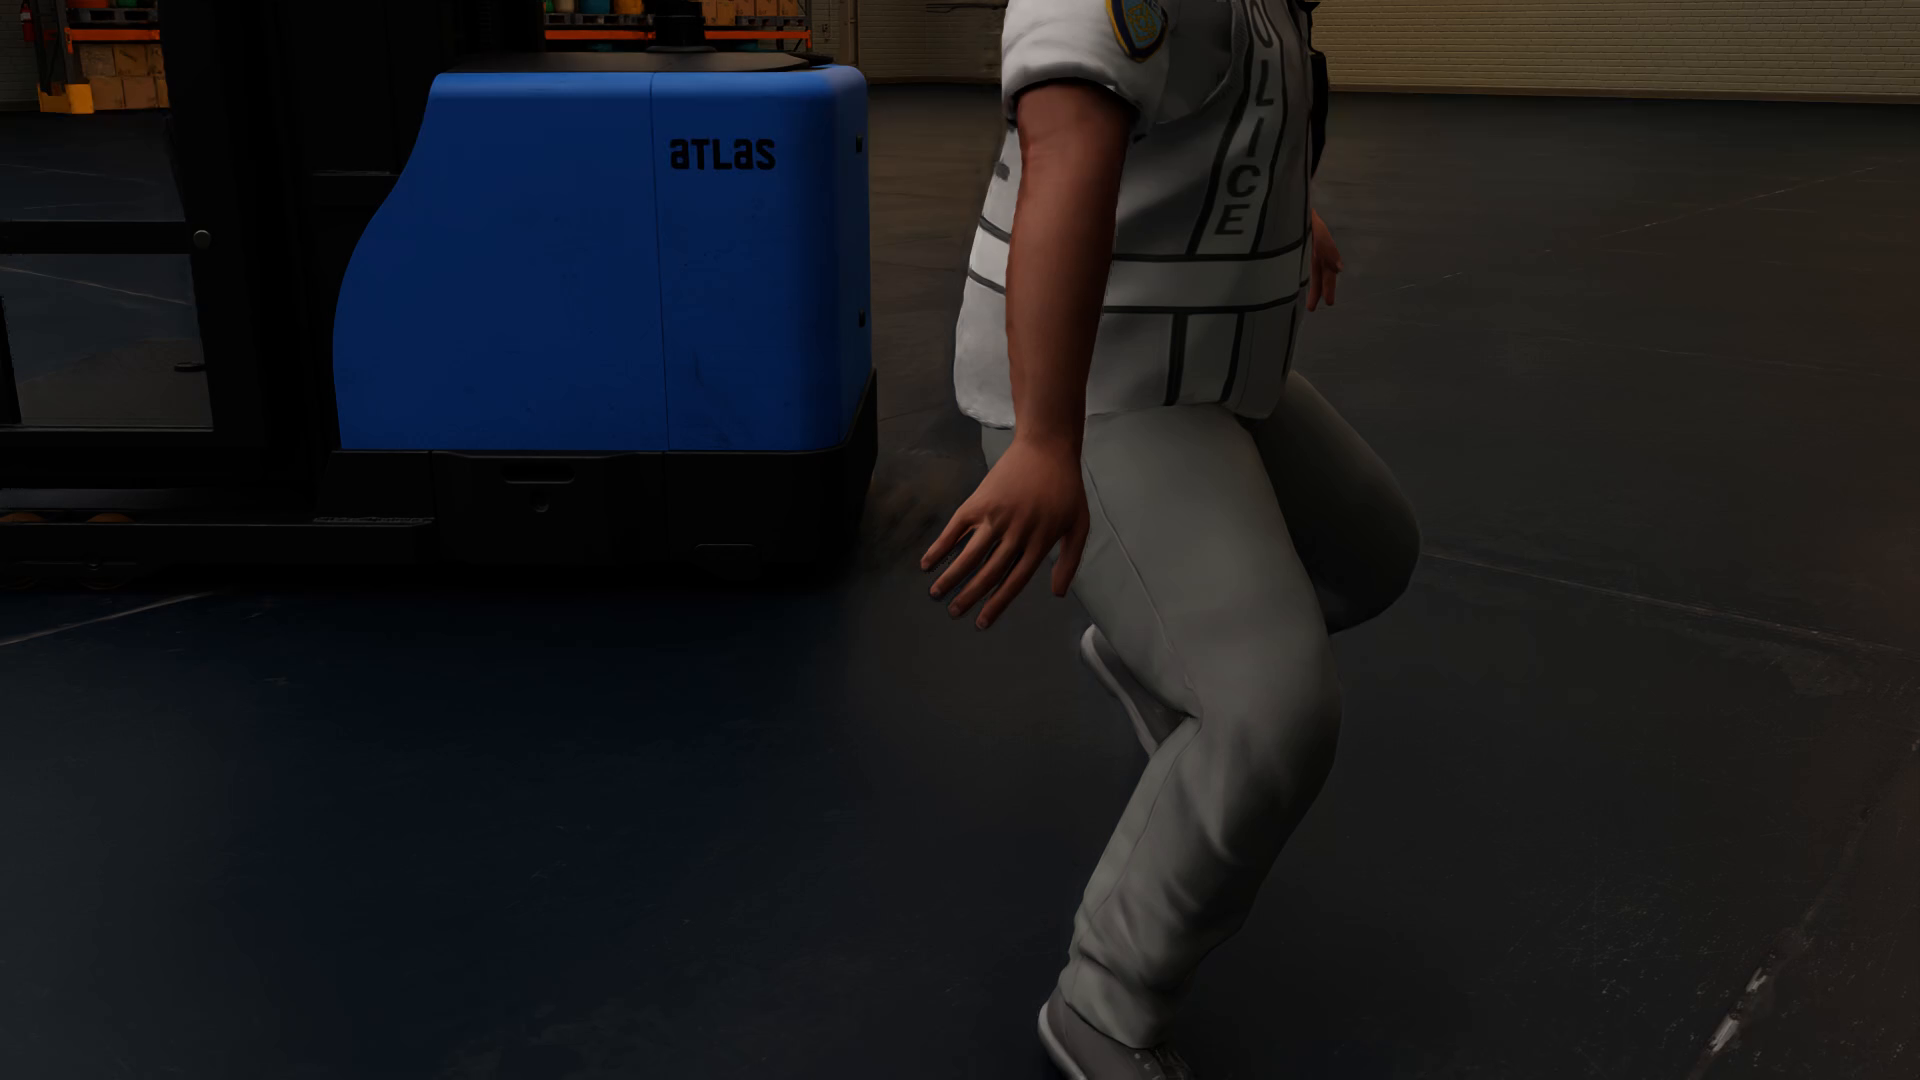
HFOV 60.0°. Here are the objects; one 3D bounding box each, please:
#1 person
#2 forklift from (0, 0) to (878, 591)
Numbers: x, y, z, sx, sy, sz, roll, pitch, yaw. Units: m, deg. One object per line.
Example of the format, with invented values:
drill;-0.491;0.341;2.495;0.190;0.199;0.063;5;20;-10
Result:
person;0.240;-0.184;1.900;0.510;1.641;1.141;7;18;21
forklift;-1.743;-1.446;3.658;3.031;2.935;1.130;0;17;1
